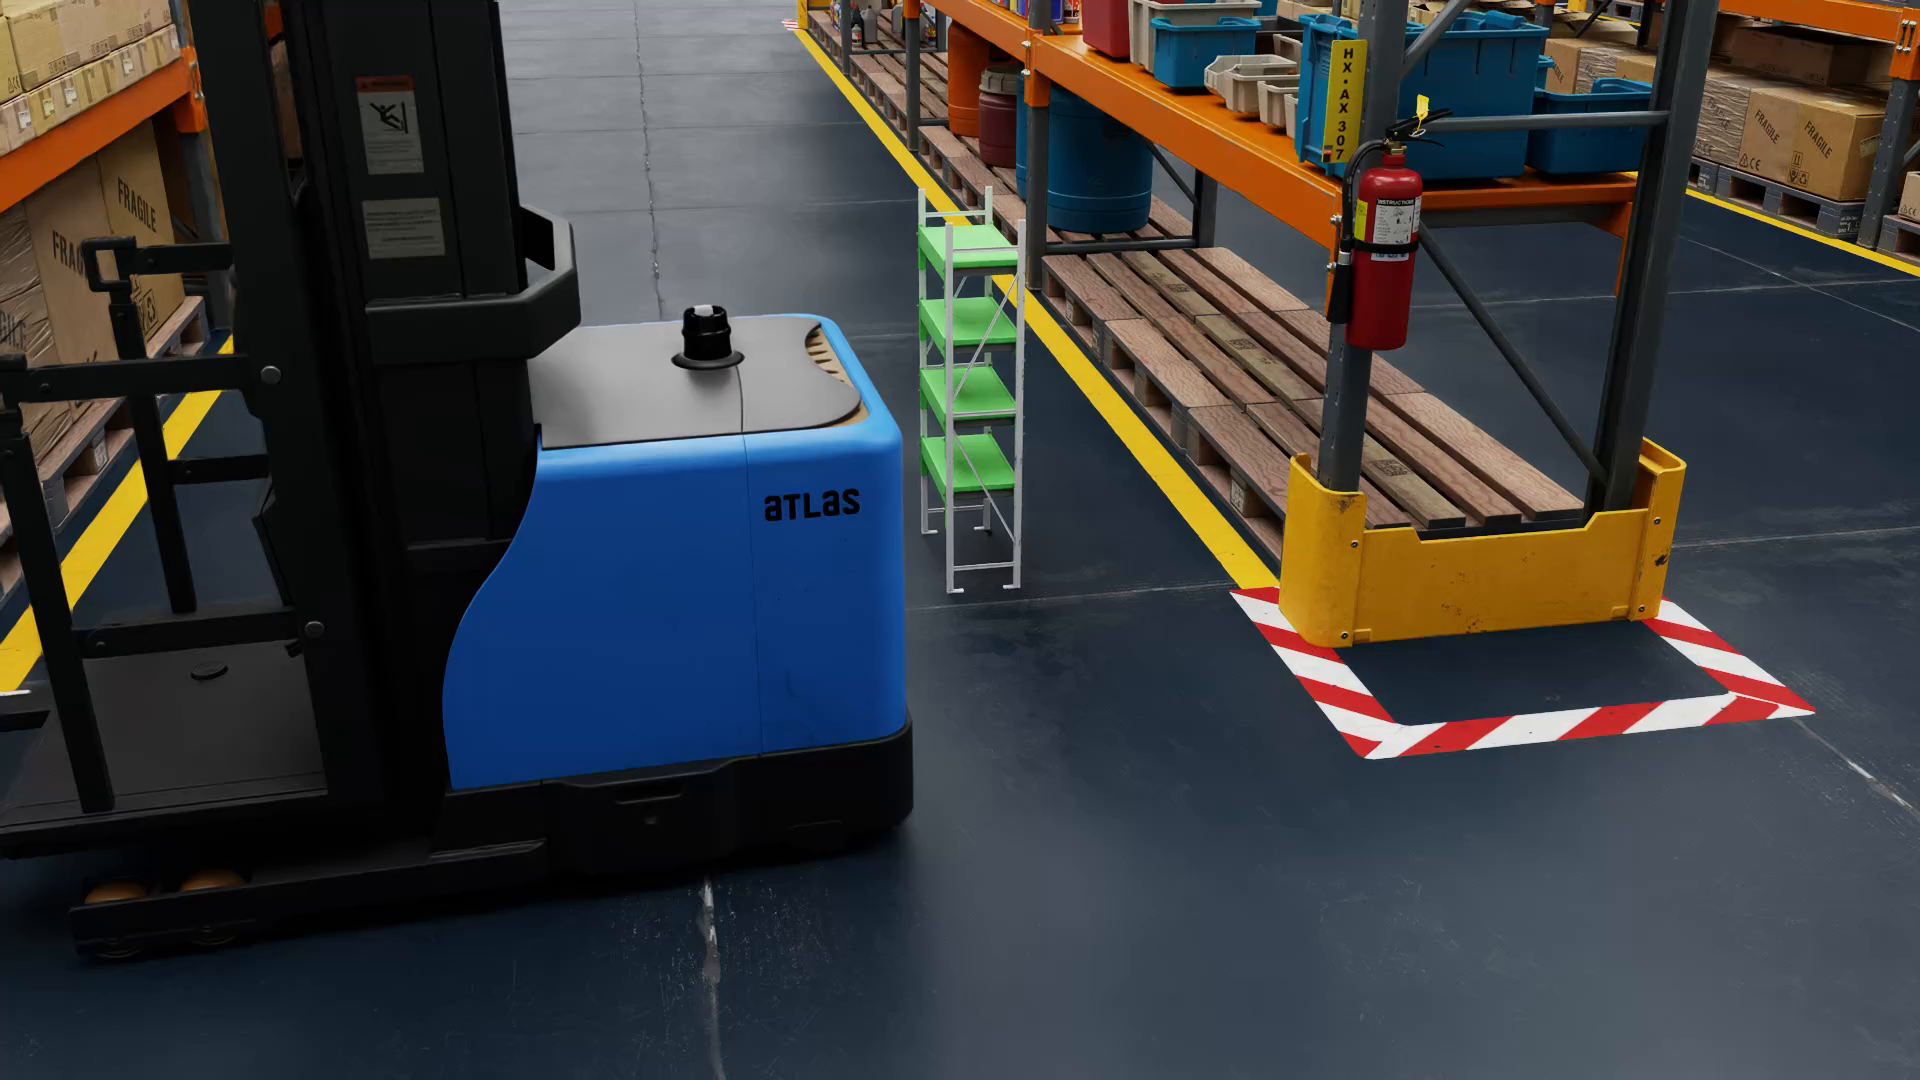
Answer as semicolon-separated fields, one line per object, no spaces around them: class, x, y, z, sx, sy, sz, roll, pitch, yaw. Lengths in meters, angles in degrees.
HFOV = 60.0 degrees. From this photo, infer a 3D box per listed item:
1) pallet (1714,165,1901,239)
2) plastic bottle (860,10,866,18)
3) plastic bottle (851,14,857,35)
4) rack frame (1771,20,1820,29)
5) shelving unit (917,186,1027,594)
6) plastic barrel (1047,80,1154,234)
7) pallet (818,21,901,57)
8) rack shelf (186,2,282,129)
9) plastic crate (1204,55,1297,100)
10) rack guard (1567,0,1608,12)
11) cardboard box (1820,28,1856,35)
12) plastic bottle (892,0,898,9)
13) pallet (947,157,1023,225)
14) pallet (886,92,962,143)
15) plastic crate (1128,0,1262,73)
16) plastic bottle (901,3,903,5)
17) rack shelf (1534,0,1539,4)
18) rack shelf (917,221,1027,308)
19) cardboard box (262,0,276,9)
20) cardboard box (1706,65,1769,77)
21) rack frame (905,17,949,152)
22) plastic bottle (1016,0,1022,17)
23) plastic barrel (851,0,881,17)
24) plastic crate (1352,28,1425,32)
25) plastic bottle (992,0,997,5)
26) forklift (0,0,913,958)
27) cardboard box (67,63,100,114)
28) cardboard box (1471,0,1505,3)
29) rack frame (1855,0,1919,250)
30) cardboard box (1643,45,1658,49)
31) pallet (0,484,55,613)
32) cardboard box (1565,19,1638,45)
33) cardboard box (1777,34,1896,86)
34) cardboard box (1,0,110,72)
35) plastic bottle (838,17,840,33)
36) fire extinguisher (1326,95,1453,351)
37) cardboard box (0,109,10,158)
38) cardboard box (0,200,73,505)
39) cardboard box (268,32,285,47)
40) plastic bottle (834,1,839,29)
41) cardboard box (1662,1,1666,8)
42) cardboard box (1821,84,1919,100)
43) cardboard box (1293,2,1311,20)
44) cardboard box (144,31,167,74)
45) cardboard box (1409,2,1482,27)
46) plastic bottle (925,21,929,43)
pallet;5.526;-2.141;10.390;1.003;0.211;1.213;-4;24;-10
plastic bottle;-0.931;-5.166;16.683;0.152;0.276;0.135;-4;24;-10
plastic bottle;-1.048;-5.005;16.307;0.061;0.283;0.133;-3;24;-7
rack frame;9.102;-6.617;17.153;1.000;3.000;0.127;-4;24;-10
shelving unit;0.031;-0.485;5.361;0.258;1.200;0.503;-4;24;-10
plastic barrel;0.761;-2.183;9.098;0.600;0.901;0.708;-4;24;-10
pallet;-0.947;-5.354;17.745;1.003;0.211;1.213;-4;24;-10
rack shelf;-4.393;-2.828;9.375;1.077;0.370;4.000;-4;24;-10
plastic crate;1.068;-1.716;6.185;0.298;0.136;0.250;-4;24;-10
rack guard;8.376;-7.015;21.187;1.175;0.500;0.348;-4;24;-10
cardboard box;9.254;-5.385;16.905;0.700;0.500;0.500;-3;24;-8
plastic bottle;-0.689;-5.615;17.702;0.061;0.283;0.133;-4;24;-10
pallet;0.514;-2.247;10.630;1.003;0.211;1.213;-4;24;-10
pallet;0.000;-3.340;13.134;1.003;0.211;1.213;-4;24;-10
plastic crate;0.946;-2.096;6.875;0.437;0.282;0.530;-4;24;-10
plastic bottle;-0.558;-5.565;17.597;0.152;0.276;0.135;-5;24;-11
rack shelf;4.604;-5.133;14.653;1.077;0.370;4.000;-4;24;-10
rack shelf;0.031;-0.866;5.194;0.258;0.148;0.480;-4;24;-10
cardboard box;-4.149;-3.213;9.234;0.500;0.500;0.500;-4;24;-9
cardboard box;5.069;-2.923;11.269;0.500;0.500;0.500;-5;24;-12
rack frame;0.105;-4.310;11.872;1.000;3.000;0.127;-4;24;-10
plastic bottle;0.387;-2.955;8.923;0.152;0.276;0.135;-4;24;-10
plastic barrel;-1.085;-6.059;18.459;0.421;0.512;0.421;0;24;0
plastic crate;1.619;-1.754;6.152;0.416;0.233;0.300;-4;24;-10
plastic bottle;0.269;-3.206;9.499;0.152;0.276;0.135;-4;24;-10
forklift;-1.688;-0.658;3.595;3.031;2.935;1.130;-5;24;-12
cardboard box;-3.406;-1.654;6.104;0.380;0.149;0.250;-5;24;-11
cardboard box;4.783;-4.900;15.431;0.500;0.311;0.500;-4;24;-10
rack frame;5.714;-3.102;9.105;1.000;3.000;0.127;-4;24;-10
cardboard box;5.377;-3.381;12.317;0.500;0.500;0.500;-3;24;-8
pallet;-3.508;0.172;5.092;1.003;0.211;1.213;-4;24;-10
cardboard box;5.166;-4.093;13.583;0.500;0.311;0.500;-4;24;-8
cardboard box;5.679;-3.104;10.745;0.500;0.250;0.500;-4;24;-10
cardboard box;-3.490;-1.880;6.122;0.500;0.250;0.500;-4;24;-9
plastic bottle;-1.207;-5.346;17.190;0.097;0.201;0.097;0;24;0
fire extinguisher;1.166;-0.864;4.544;0.296;0.674;0.183;-4;24;-10
cardboard box;-3.216;-1.250;5.179;0.380;0.149;0.250;-5;24;-11
cardboard box;-3.648;-0.620;5.551;0.875;0.875;0.875;-4;24;-10
cardboard box;-4.498;-2.538;9.944;1.225;0.875;0.875;-4;24;-10
plastic bottle;-1.282;-5.537;17.540;0.097;0.271;0.097;0;24;0
cardboard box;8.594;-6.451;19.347;0.700;0.500;0.500;-6;24;-13
cardboard box;5.754;-2.576;10.473;0.500;0.500;0.500;-4;24;-9
cardboard box;3.851;-5.545;17.609;0.500;0.250;0.500;-4;24;-10
cardboard box;-3.596;-2.058;7.029;0.380;0.149;0.250;-4;24;-9
cardboard box;4.351;-4.653;14.865;0.500;0.311;0.500;-4;24;-8
plastic bottle;-0.300;-5.041;16.491;0.097;0.201;0.097;0;24;0
